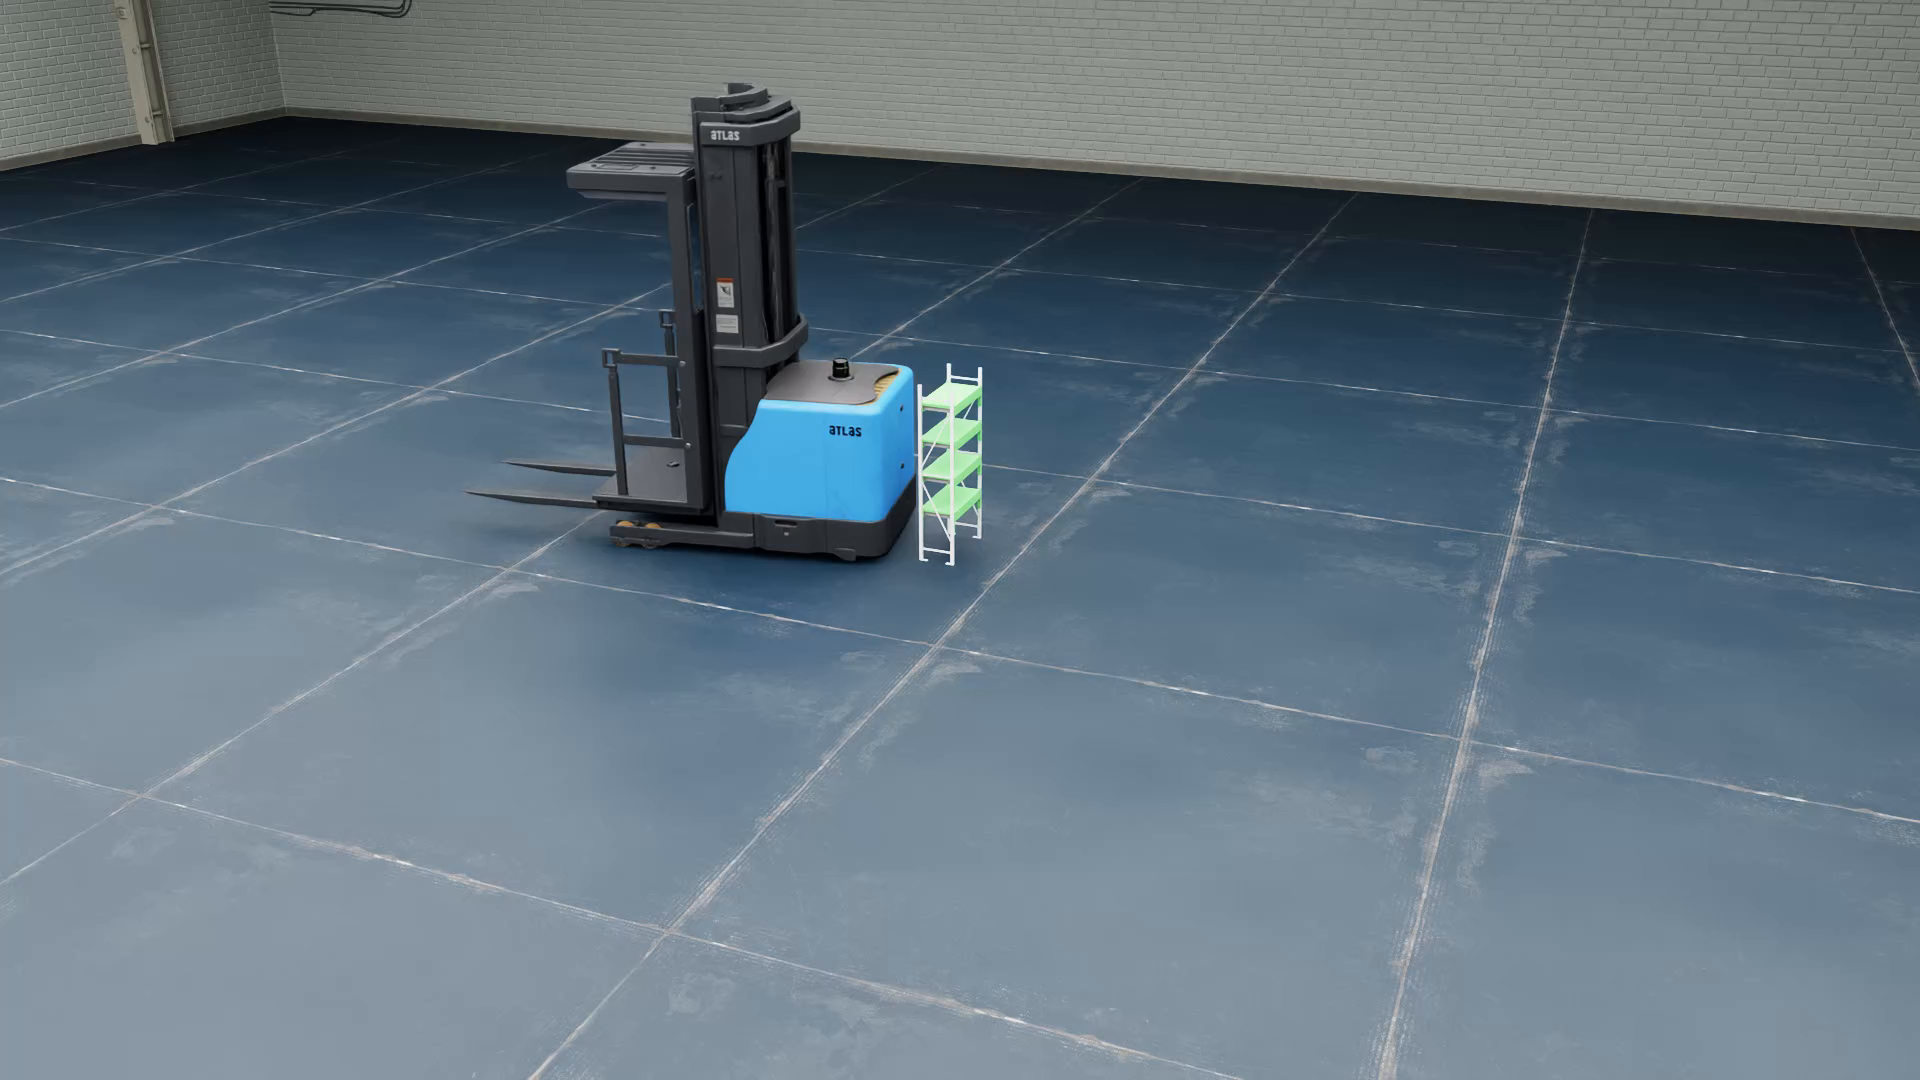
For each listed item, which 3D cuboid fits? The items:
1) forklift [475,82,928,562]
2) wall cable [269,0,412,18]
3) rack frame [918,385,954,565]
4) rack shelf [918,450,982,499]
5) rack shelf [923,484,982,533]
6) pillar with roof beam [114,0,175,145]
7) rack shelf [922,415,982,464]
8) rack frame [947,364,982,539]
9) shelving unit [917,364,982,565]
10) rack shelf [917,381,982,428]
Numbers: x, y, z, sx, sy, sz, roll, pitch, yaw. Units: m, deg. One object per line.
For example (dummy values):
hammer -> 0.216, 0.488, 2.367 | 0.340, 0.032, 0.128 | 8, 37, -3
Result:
forklift -> -1.792, -1.481, 10.992 | 3.031, 2.935, 1.130 | 5, 23, 11
wall cable -> -10.373, -9.880, 27.256 | 3.097, 2.526, 0.112 | 9, 24, 20
rack frame -> -0.152, -0.407, 10.668 | 0.240, 1.200, 0.015 | 9, 24, 20
rack shelf -> -0.061, -0.435, 10.902 | 0.258, 0.148, 0.480 | 9, 24, 20
rack shelf -> -0.061, -0.214, 10.994 | 0.258, 0.148, 0.480 | 9, 24, 20
pillar with roof beam -> -8.698, -9.831, 23.112 | 9.100, 9.000, 0.400 | 9, 24, 20
rack shelf -> -0.062, -0.657, 10.809 | 0.258, 0.148, 0.480 | 9, 24, 20
rack frame -> 0.029, -0.582, 11.086 | 0.240, 1.200, 0.015 | 9, 24, 20
shelving unit -> -0.061, -0.494, 10.877 | 0.258, 1.200, 0.503 | 9, 24, 20
rack shelf -> -0.062, -0.878, 10.717 | 0.258, 0.148, 0.480 | 9, 24, 20
